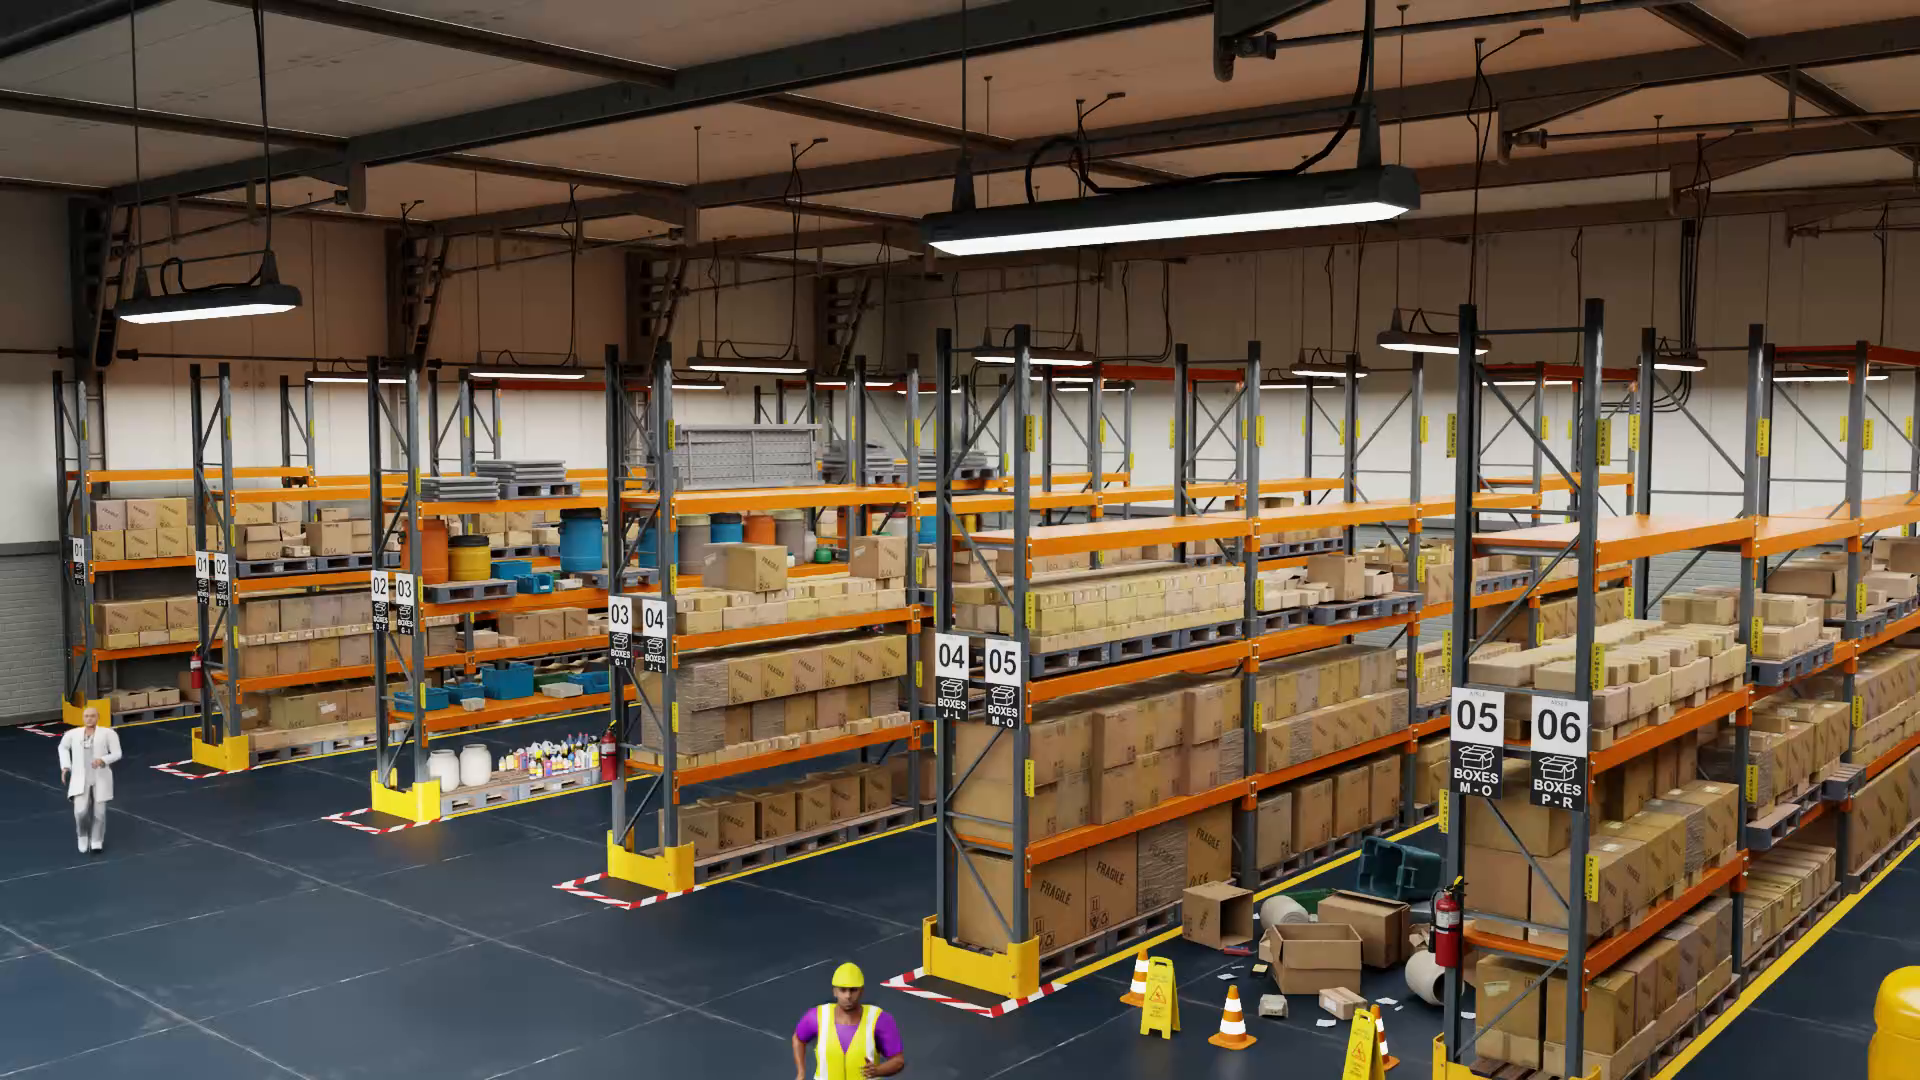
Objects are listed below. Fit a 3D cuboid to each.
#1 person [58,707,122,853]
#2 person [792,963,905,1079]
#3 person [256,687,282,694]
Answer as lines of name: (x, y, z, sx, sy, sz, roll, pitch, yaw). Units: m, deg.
person: (-10.314, 2.855, 19.726, 0.691, 1.740, 0.692, -2, 5, -24)
person: (-0.692, 3.507, 10.343, 0.700, 1.755, 0.973, 0, 4, -5)
person: (-11.184, 2.387, 26.916, 0.572, 1.709, 0.771, 3, 5, 31)
